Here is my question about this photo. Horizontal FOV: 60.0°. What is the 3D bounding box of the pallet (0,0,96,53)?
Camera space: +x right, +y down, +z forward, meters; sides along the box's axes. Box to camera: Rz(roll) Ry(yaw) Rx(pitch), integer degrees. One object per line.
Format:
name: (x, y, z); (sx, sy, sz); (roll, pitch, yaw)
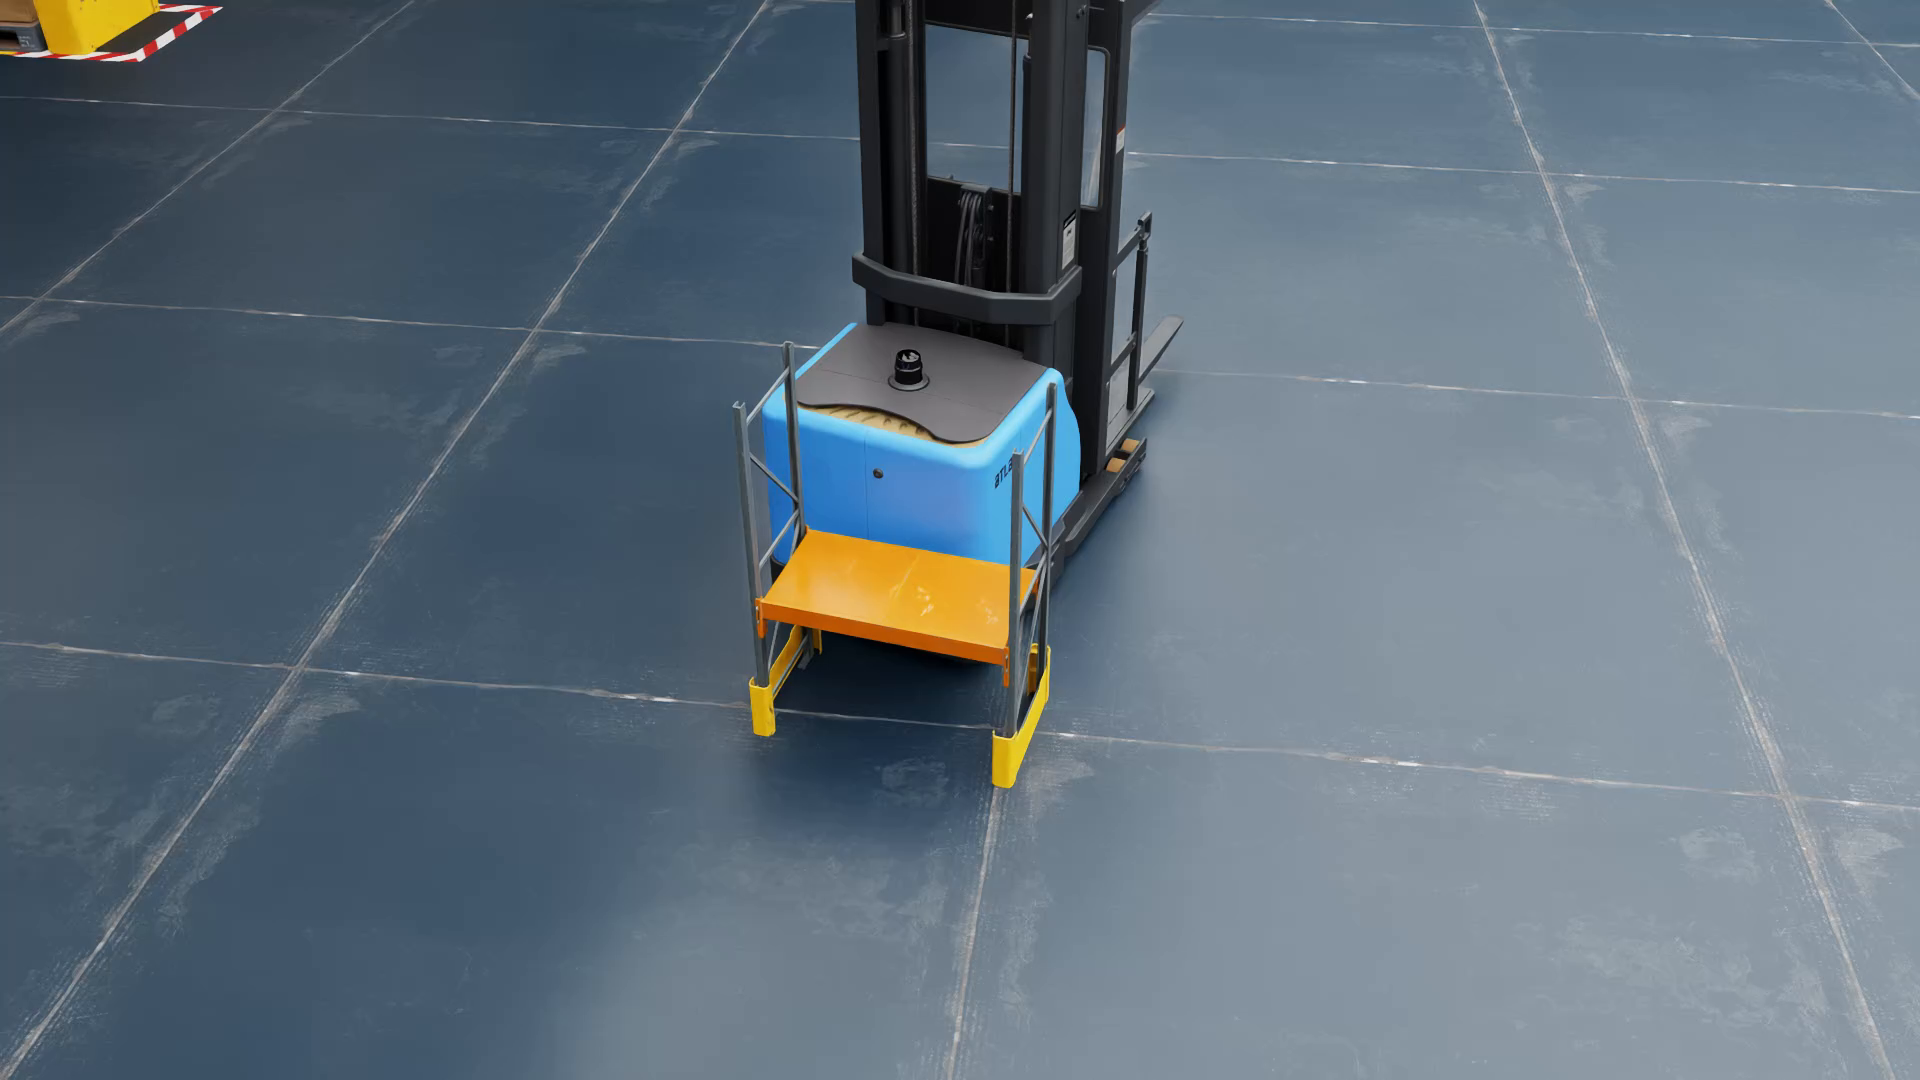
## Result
pallet: (-7.799, -4.266, 13.546); (1.213, 0.211, 1.003); (4, 36, 6)

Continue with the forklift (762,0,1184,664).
forklift: (0.270, -1.524, 7.362); (1.130, 2.935, 3.031); (15, 38, 20)

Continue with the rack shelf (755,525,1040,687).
rack shelf: (-0.223, 0.242, 6.429); (1.000, 0.185, 0.538); (10, 37, 14)

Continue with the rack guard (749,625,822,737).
rack guard: (-0.708, 0.518, 6.809); (0.087, 0.250, 0.587); (10, 37, 14)

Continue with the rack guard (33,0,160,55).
rack guard: (-6.972, -4.368, 13.440); (0.348, 0.500, 1.175); (4, 36, 6)

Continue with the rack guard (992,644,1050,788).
rack guard: (0.244, 0.688, 6.571); (0.087, 0.250, 0.587); (10, 37, 14)

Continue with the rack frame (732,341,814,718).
rack frame: (-0.709, 0.009, 6.447); (0.032, 1.500, 0.500); (10, 37, 14)

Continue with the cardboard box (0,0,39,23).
cardboard box: (-7.677, -4.705, 13.228); (0.875, 0.875, 0.875); (4, 36, 6)

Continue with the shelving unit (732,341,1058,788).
shelving unit: (-0.232, 0.094, 6.327); (1.083, 1.500, 0.587); (10, 37, 14)

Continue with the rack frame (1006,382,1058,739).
rack frame: (0.262, 0.183, 6.203); (0.032, 1.500, 0.500); (10, 37, 14)
